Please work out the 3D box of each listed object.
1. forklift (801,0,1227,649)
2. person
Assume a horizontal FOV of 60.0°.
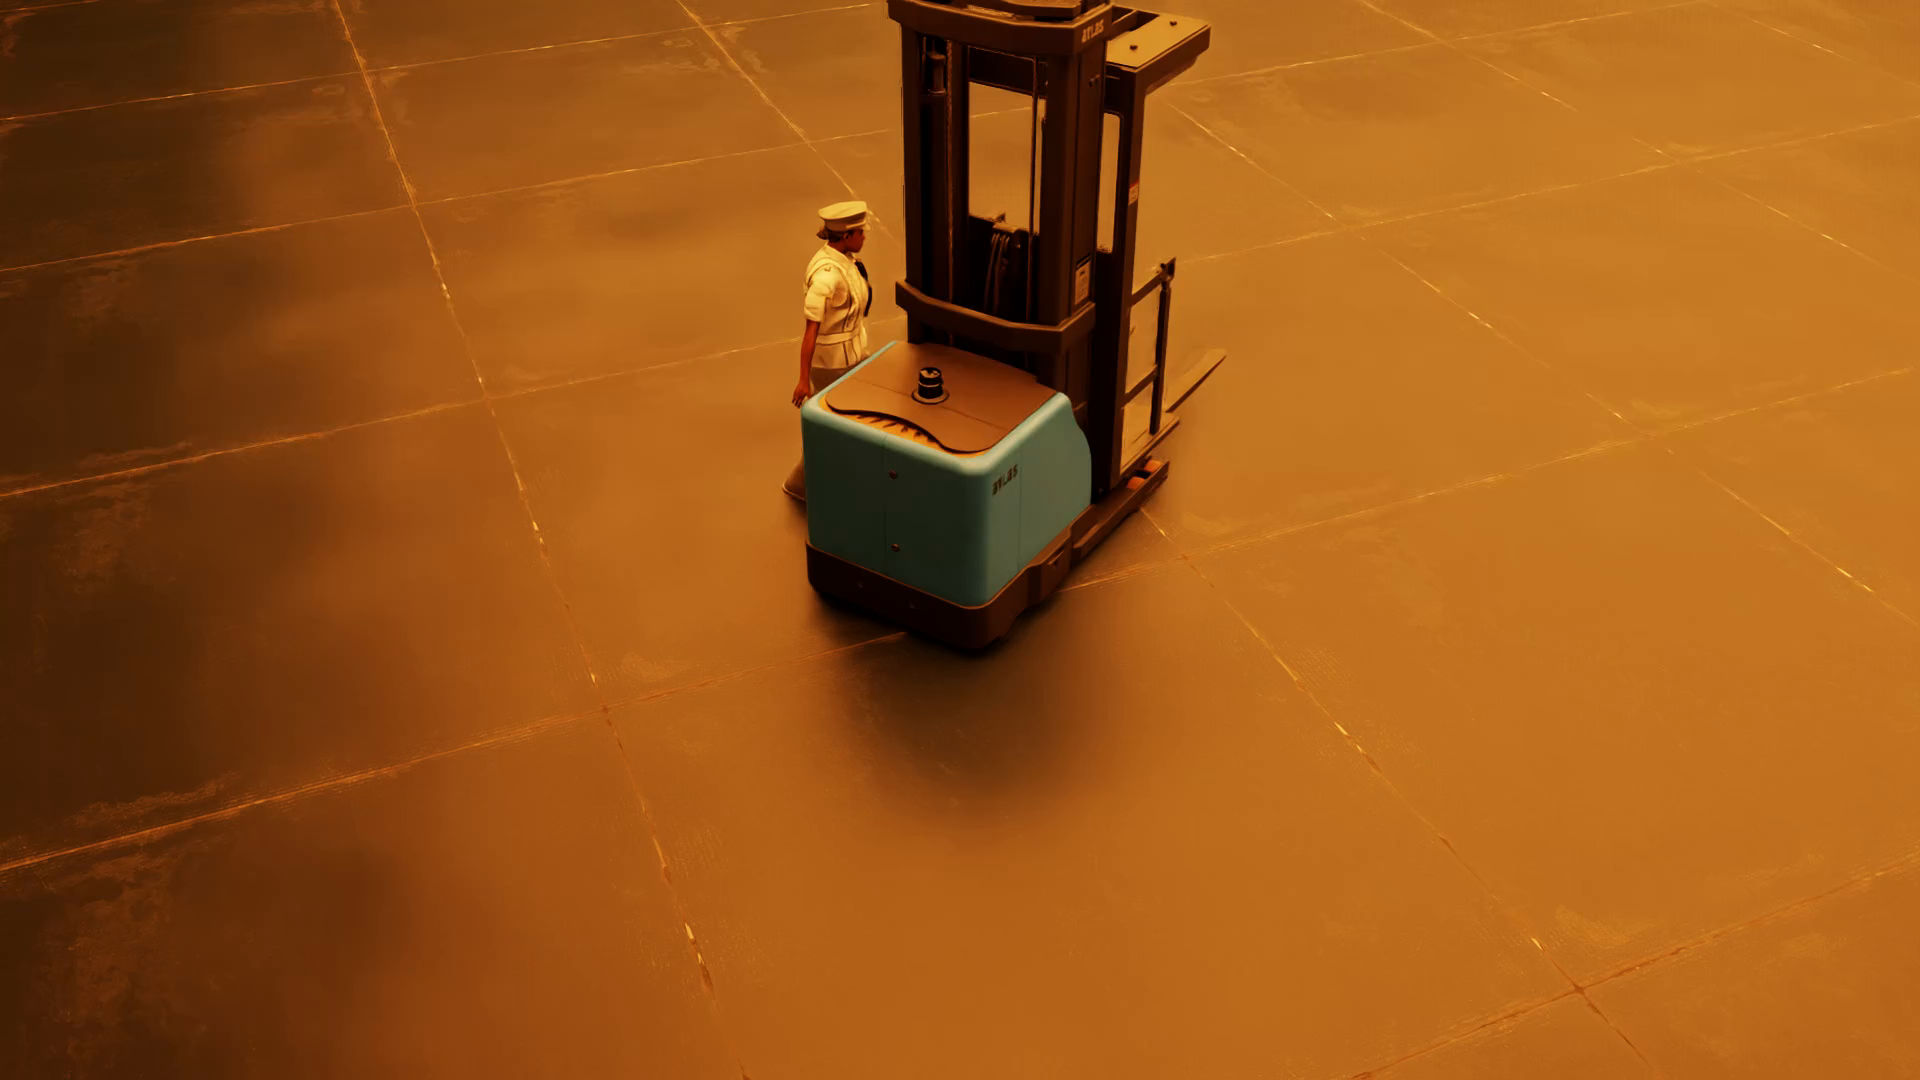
[{"bbox_3d":[0.474,-1.502,8.210,1.130,2.935,3.031,21,40,26],"label":"forklift"},{"bbox_3d":[-0.690,-0.938,8.610,0.455,1.635,0.817,6,36,8],"label":"person"}]
